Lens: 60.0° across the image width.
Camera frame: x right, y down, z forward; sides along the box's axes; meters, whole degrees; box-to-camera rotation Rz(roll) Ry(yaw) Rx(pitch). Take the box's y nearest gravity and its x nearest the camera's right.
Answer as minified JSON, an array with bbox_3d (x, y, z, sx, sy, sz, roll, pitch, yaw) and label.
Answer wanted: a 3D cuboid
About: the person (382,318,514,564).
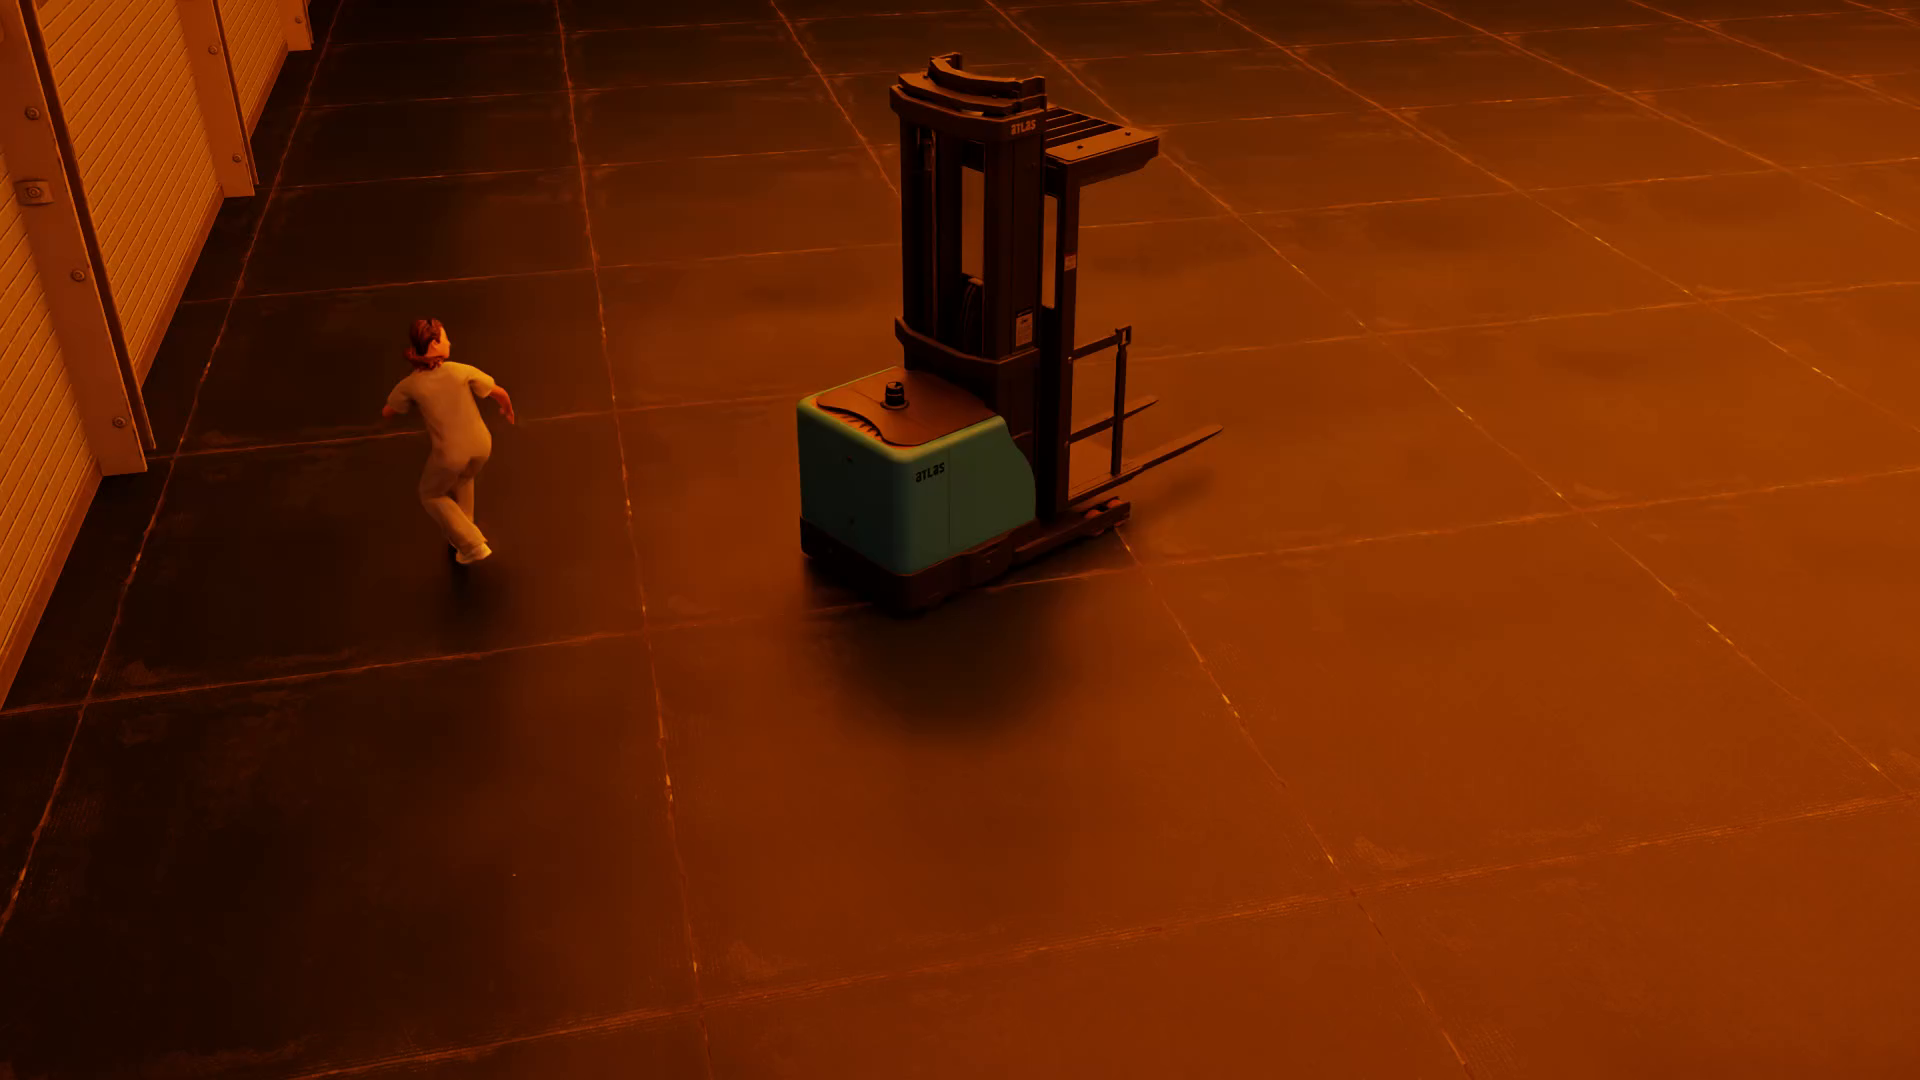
[{"bbox_3d":[-3.021,-0.613,9.954,0.753,1.552,0.764,-19,35,-29],"label":"person"}]

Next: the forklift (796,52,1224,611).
[{"bbox_3d":[0.457,-1.471,10.116,3.031,2.935,1.130,-24,38,-35],"label":"forklift"}]
